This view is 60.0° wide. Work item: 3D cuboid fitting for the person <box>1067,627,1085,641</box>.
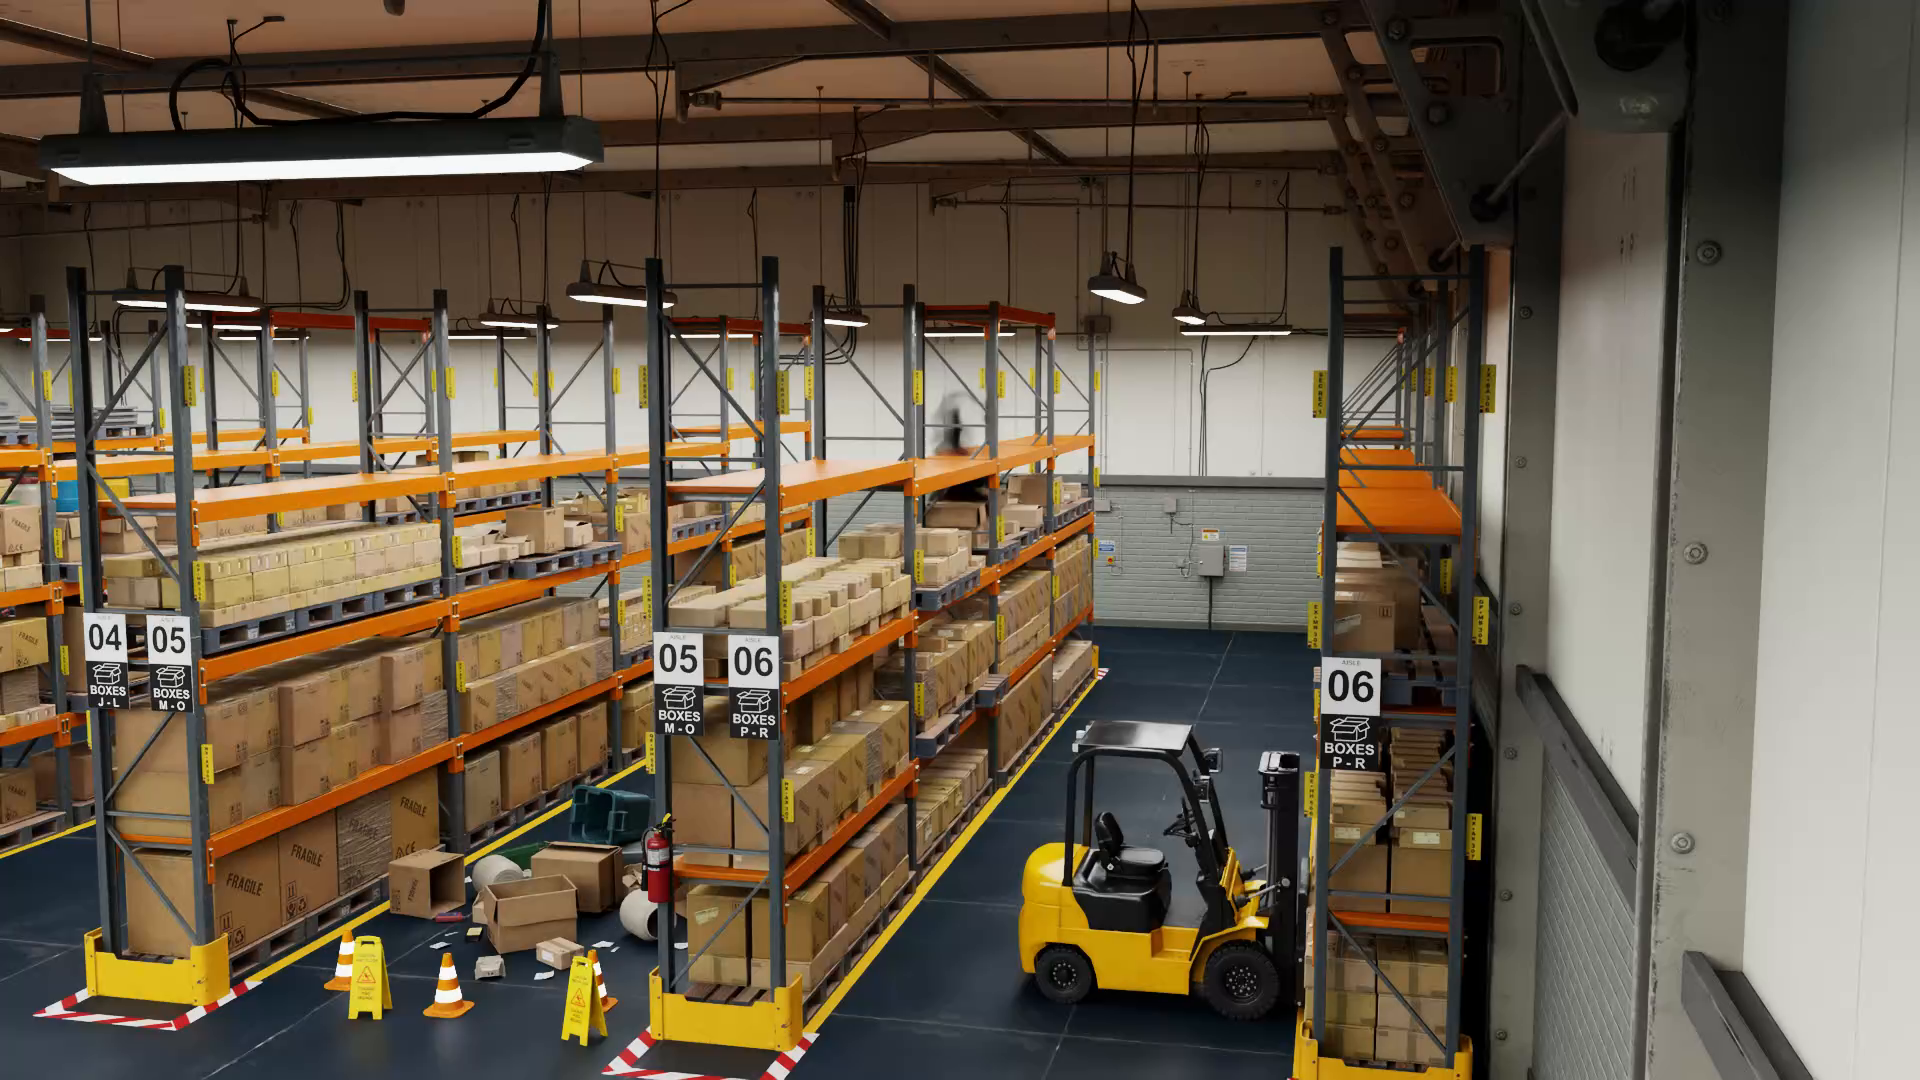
[{"bbox_3d":[1.822,1.309,29.589,0.945,1.713,0.768,2,6,20],"label":"person"}]
